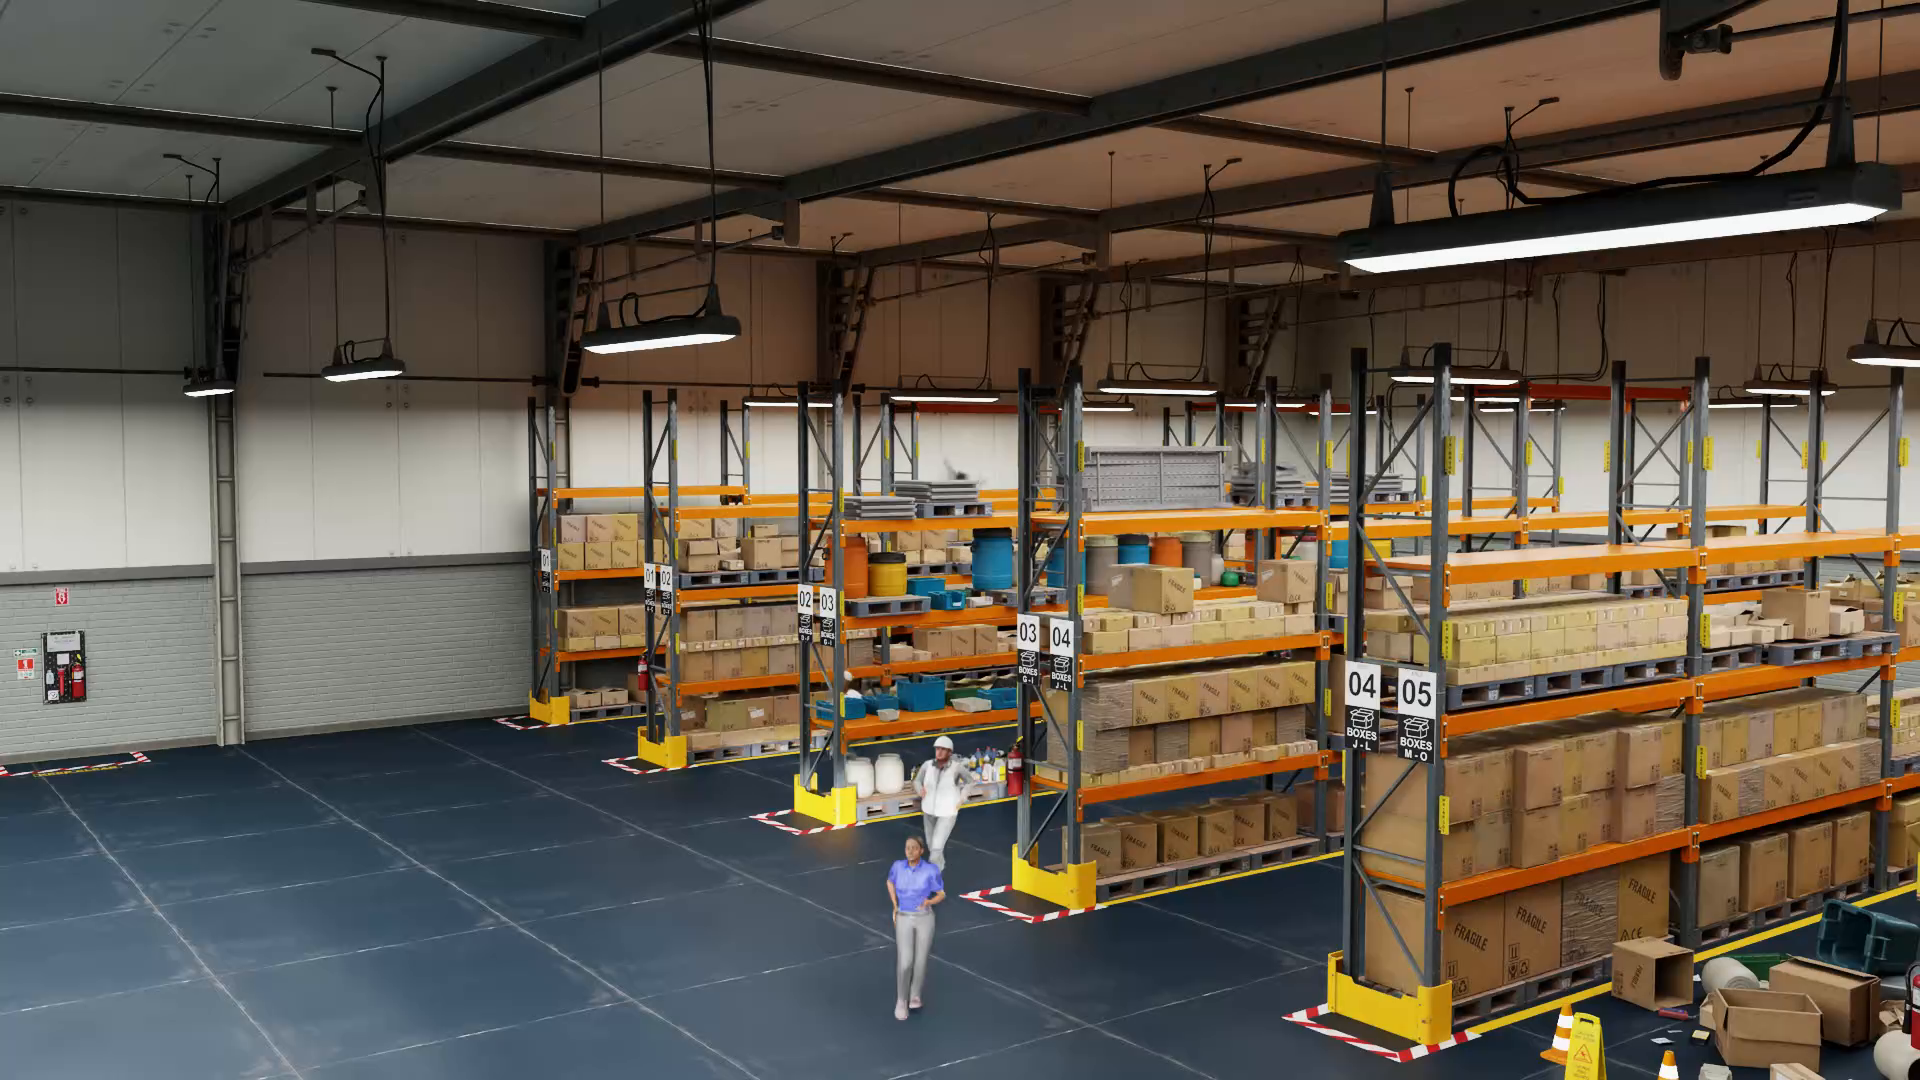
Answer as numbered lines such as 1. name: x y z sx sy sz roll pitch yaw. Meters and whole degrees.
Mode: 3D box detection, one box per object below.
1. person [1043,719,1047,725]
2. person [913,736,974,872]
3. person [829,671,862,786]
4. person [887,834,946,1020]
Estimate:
1. person: 1.648 2.639 27.821 0.679 1.743 0.678 3 4 39
2. person: -0.235 3.146 19.156 0.632 1.804 0.816 1 4 24
3. person: -1.721 2.831 25.110 0.722 1.728 0.603 3 4 40
4. person: -0.399 3.476 14.906 0.548 1.684 0.683 0 3 2
